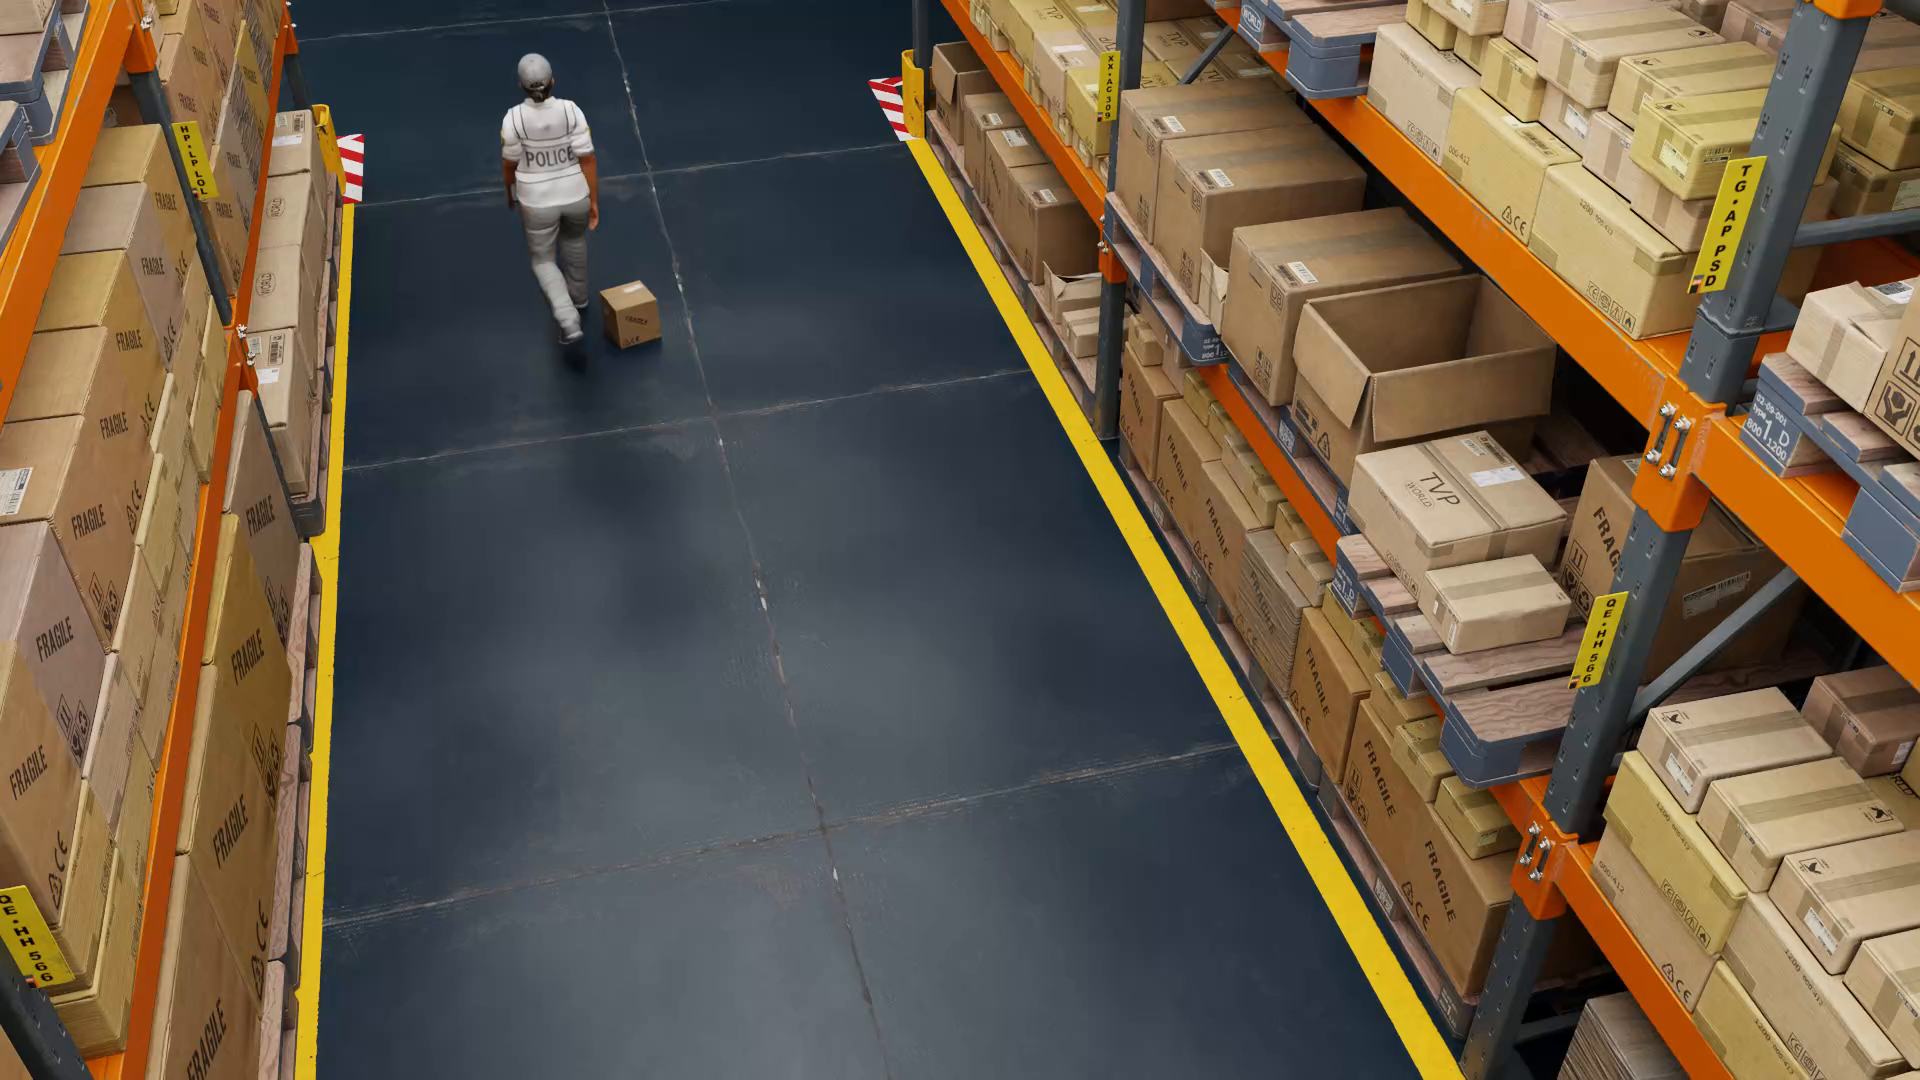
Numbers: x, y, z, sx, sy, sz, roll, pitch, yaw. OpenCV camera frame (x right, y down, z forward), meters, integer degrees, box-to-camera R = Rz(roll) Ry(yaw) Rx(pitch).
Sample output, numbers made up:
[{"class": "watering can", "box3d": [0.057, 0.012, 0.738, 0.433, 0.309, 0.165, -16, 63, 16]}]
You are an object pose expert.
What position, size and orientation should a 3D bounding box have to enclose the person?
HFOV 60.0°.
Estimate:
[{"class": "person", "box3d": [-2.215, -1.870, 9.063, 0.475, 1.616, 0.914, -18, 42, -21]}]
